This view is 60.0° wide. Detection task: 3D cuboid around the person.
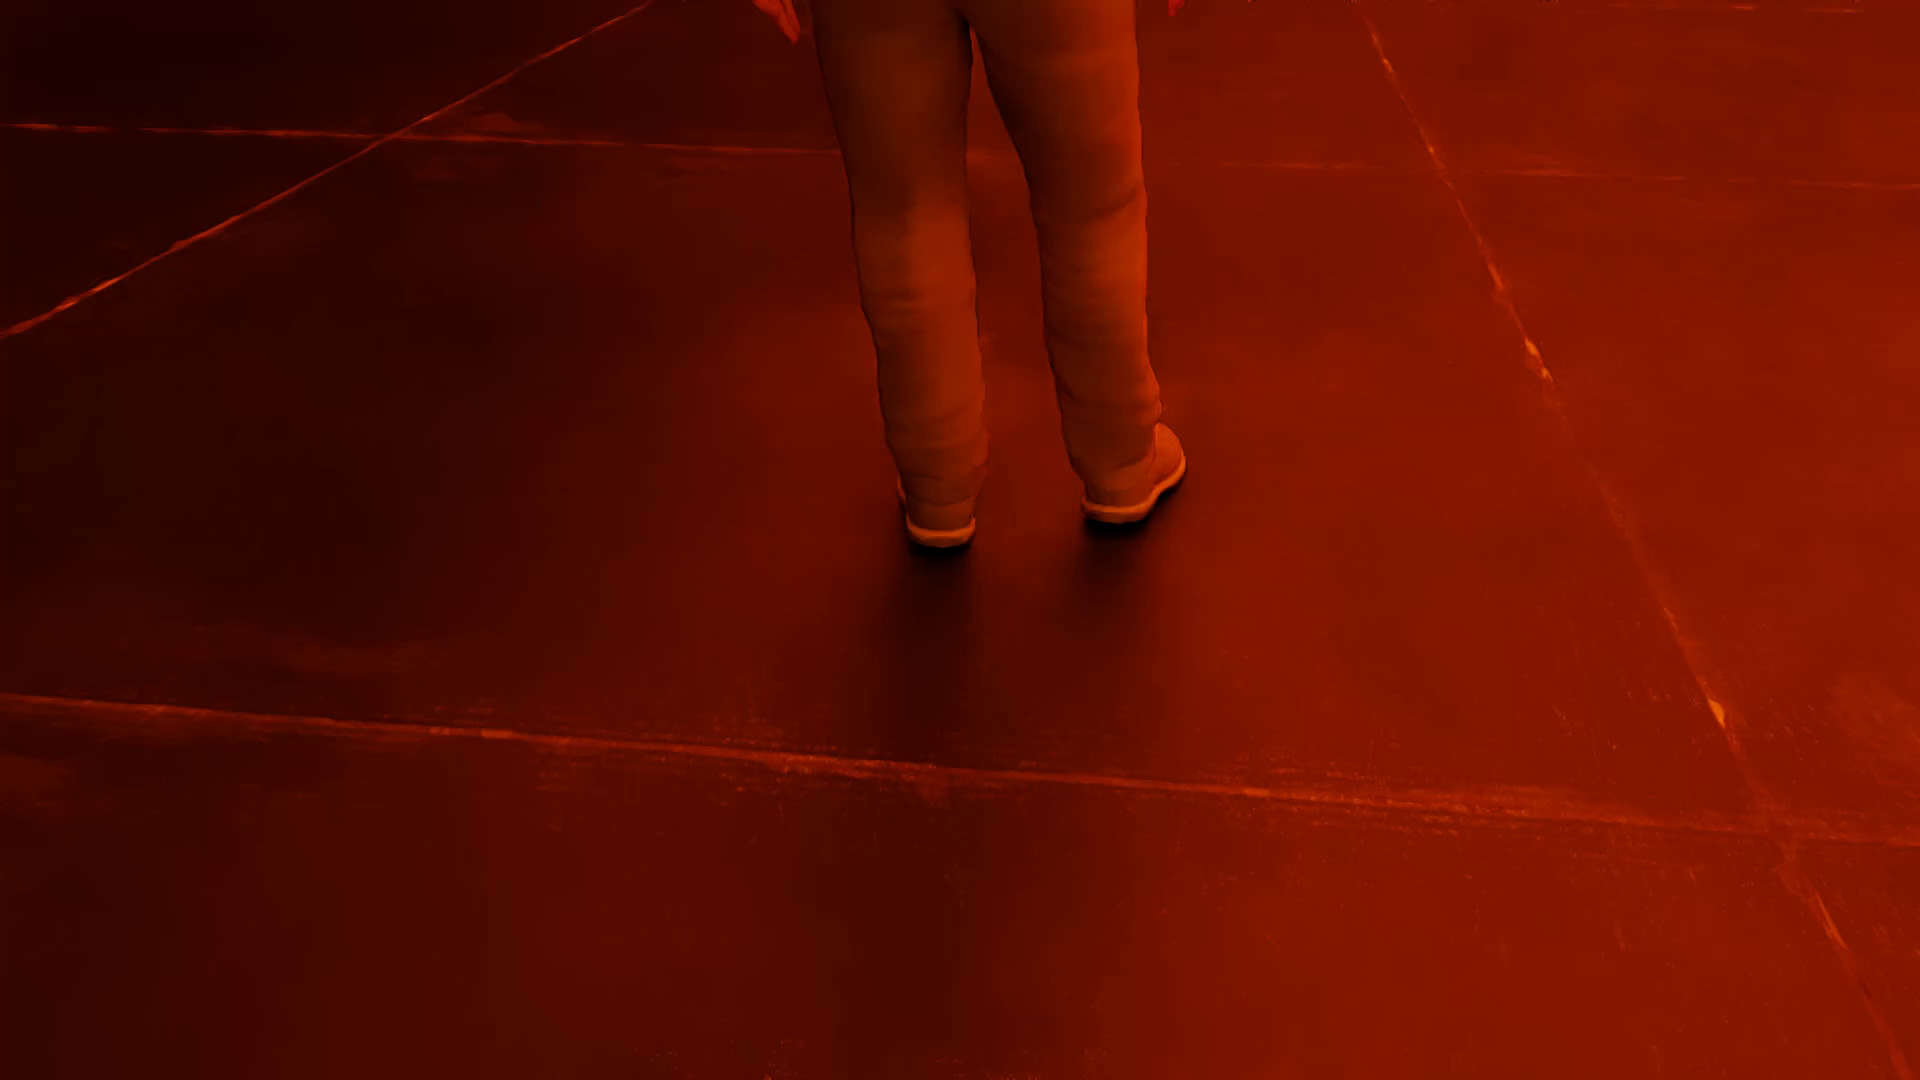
[{"bbox_3d":[0.024,-0.819,2.189,0.640,1.726,0.550,3,27,7],"label":"person"}]
